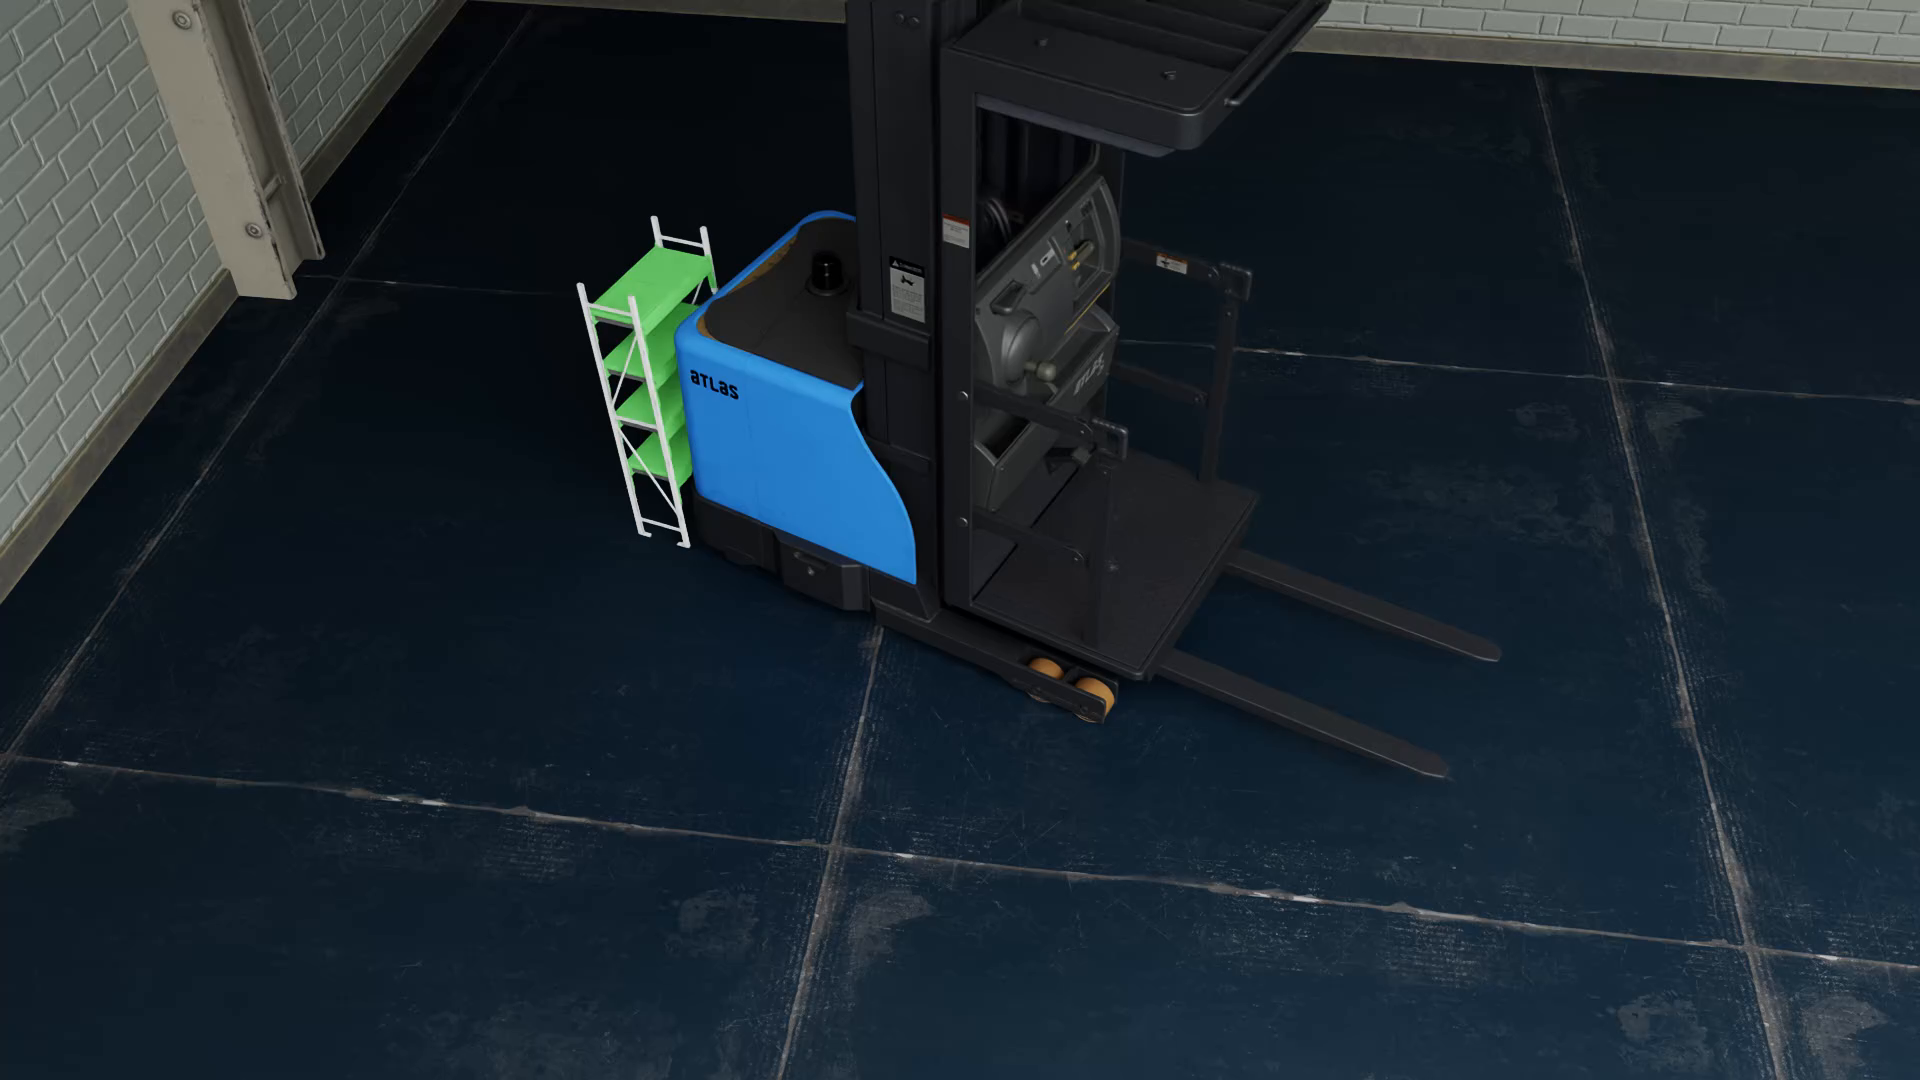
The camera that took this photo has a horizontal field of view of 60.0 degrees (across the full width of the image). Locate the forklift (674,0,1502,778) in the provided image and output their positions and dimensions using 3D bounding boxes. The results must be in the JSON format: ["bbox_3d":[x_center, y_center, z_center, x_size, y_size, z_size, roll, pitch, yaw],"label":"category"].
[{"bbox_3d":[0.481,-0.822,5.486,3.031,2.935,1.130,22,48,21],"label":"forklift"}]

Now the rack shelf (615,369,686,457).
[{"bbox_3d":[-1.125,-0.551,6.540,0.258,0.148,0.480,15,45,21],"label":"rack shelf"}]

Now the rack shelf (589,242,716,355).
[{"bbox_3d":[-1.153,-0.908,6.221,0.258,0.148,0.480,15,45,21],"label":"rack shelf"}]

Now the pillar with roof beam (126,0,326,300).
[{"bbox_3d":[0.944,-4.177,4.616,9.100,9.000,0.400,5,44,6],"label":"pillar with roof beam"}]

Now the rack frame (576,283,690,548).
[{"bbox_3d":[-1.232,-0.447,6.337,0.240,1.200,0.015,15,45,21],"label":"rack frame"}]

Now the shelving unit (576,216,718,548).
[{"bbox_3d":[-1.129,-0.599,6.498,0.258,1.200,0.503,15,45,21],"label":"shelving unit"}]

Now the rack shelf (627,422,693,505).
[{"bbox_3d":[-1.112,-0.373,6.700,0.258,0.148,0.480,15,45,21],"label":"rack shelf"}]

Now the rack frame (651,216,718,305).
[{"bbox_3d":[-1.026,-0.750,6.659,0.240,1.200,0.015,15,45,21],"label":"rack frame"}]

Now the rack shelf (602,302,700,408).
[{"bbox_3d":[-1.139,-0.730,6.381,0.258,0.148,0.480,15,45,21],"label":"rack shelf"}]
